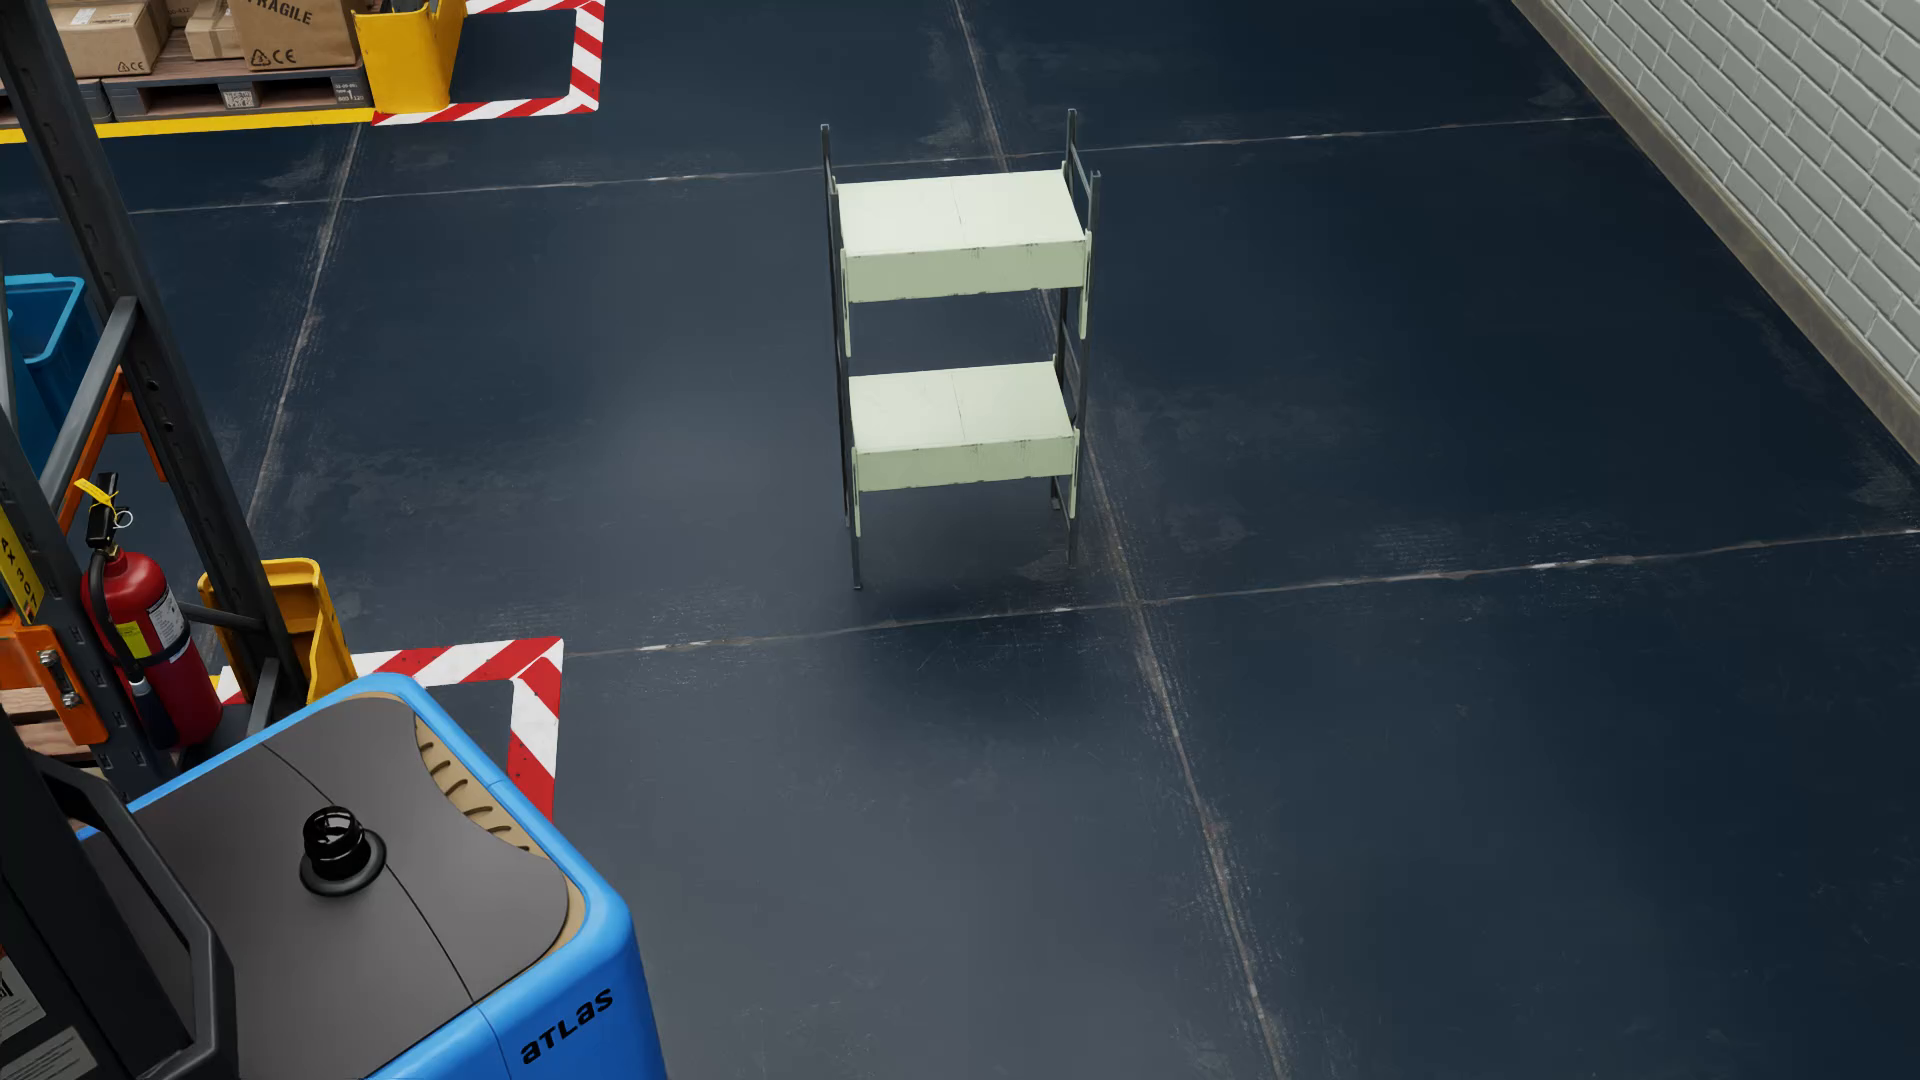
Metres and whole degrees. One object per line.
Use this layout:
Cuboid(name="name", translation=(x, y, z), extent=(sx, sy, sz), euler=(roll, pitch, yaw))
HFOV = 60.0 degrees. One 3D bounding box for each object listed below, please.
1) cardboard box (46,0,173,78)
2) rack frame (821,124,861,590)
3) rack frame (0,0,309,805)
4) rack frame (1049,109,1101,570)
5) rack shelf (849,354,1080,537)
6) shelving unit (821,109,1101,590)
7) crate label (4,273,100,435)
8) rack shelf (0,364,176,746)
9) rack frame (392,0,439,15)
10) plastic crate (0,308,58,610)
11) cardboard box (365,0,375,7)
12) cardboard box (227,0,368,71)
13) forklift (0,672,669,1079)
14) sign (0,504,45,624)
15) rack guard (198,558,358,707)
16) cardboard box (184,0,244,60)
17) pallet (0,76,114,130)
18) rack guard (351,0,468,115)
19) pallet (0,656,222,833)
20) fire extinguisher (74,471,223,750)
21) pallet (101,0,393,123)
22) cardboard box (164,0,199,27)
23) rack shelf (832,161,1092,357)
Cuboid(name="cardboard box", translation=(-4.106, -2.440, 7.940), extent=(0.500, 0.250, 0.500), euler=(-5, 42, -6))
Cuboid(name="rack frame", translation=(-0.370, -0.525, 5.212), extent=(0.023, 1.500, 0.400), euler=(-5, 42, -6))
Cuboid(name="rack frame", translation=(-2.014, -0.281, 3.822), extent=(0.127, 3.000, 1.000), euler=(-5, 42, -6))
Cuboid(name="rack frame", translation=(0.356, -0.588, 5.282), extent=(0.023, 1.500, 0.400), euler=(-5, 42, -6))
Cuboid(name="rack shelf", translation=(-0.007, -0.314, 5.465), extent=(0.720, 0.370, 0.431), euler=(-5, 42, -6))
Cuboid(name="shelving unit", translation=(-0.007, -0.556, 5.247), extent=(0.755, 1.500, 0.431), euler=(-5, 42, -6))
Cuboid(name="crate label", translation=(-2.302, -0.438, 4.077), extent=(0.303, 0.233, 0.416), euler=(-5, 42, -6))
Cuboid(name="rack shelf", translation=(-3.997, 0.160, 3.870), extent=(4.000, 0.370, 1.077), euler=(-5, 42, -6))
Cuboid(name="rack frame", translation=(-2.653, -3.571, 7.470), extent=(0.127, 3.000, 1.000), euler=(-5, 42, -6))
Cuboid(name="plastic crate", translation=(-2.322, -0.163, 3.620), extent=(0.499, 0.435, 0.616), euler=(-5, 42, -6))
Cuboid(name="cardboard box", translation=(-3.113, -2.868, 8.490), extent=(0.250, 0.149, 0.380), euler=(-5, 42, -6))
Cuboid(name="cardboard box", translation=(-3.160, -2.595, 7.926), extent=(0.500, 0.500, 0.500), euler=(-5, 42, -6))
Cuboid(name="forklift", translation=(-2.066, 0.898, 2.566), extent=(3.031, 2.935, 1.130), euler=(-32, 51, -31))
Cuboid(name="sign", translation=(-1.927, 0.022, 3.364), extent=(0.005, 0.325, 0.100), euler=(-5, 42, -6))
Cuboid(name="rack guard", translation=(-1.992, 0.636, 4.671), extent=(0.348, 0.500, 1.175), euler=(-5, 42, -6))
Cuboid(name="cardboard box", translation=(-3.573, -2.496, 8.065), extent=(0.250, 0.166, 0.380), euler=(-5, 42, -6))
Cuboid(name="pallet", translation=(-4.726, -2.355, 8.204), extent=(1.213, 0.211, 1.003), euler=(-5, 42, -6))
Cuboid(name="rack guard", translation=(-2.728, -2.636, 8.299), extent=(0.348, 0.500, 1.175), euler=(-5, 42, -6))
Cuboid(name="pallet", translation=(-2.837, 0.800, 4.705), extent=(1.213, 0.211, 1.003), euler=(-5, 42, -6))
Cuboid(name="fire extinguisher", translation=(-1.806, 0.175, 3.653), extent=(0.183, 0.674, 0.296), euler=(-5, 42, -6))
Cuboid(name="pallet", translation=(-3.518, -2.459, 8.319), extent=(1.213, 0.211, 1.003), euler=(-5, 42, -6))
Cuboid(name="cardboard box", translation=(-3.724, -2.811, 8.352), extent=(0.500, 0.250, 0.500), euler=(-5, 42, -6))
Cuboid(name="rack shelf", translation=(-0.007, -0.846, 4.986), extent=(0.720, 0.370, 0.431), euler=(-5, 42, -6))
